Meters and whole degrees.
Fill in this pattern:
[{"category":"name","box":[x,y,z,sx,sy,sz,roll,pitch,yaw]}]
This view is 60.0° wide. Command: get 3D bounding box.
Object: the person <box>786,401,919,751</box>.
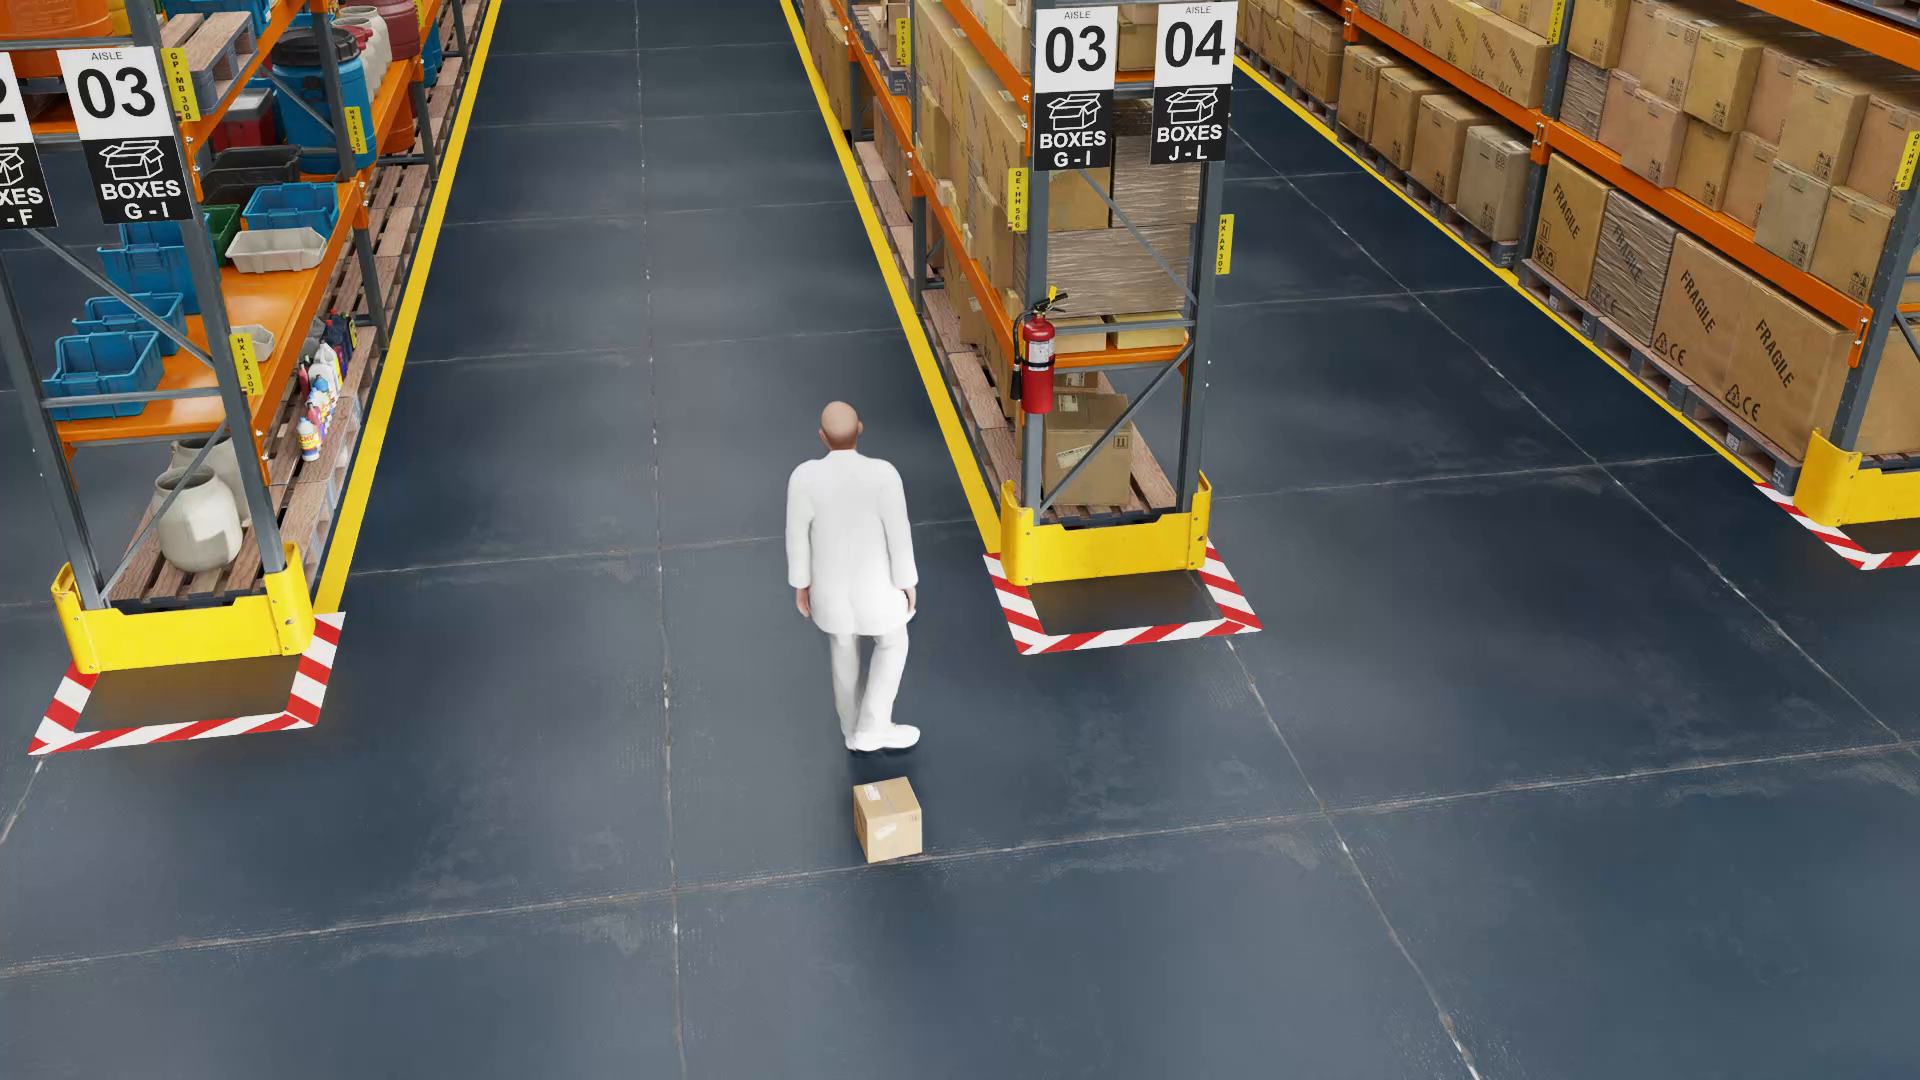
[{"category":"person","box":[-0.502,0.229,7.758,0.623,1.772,0.600,3,30,5]}]
